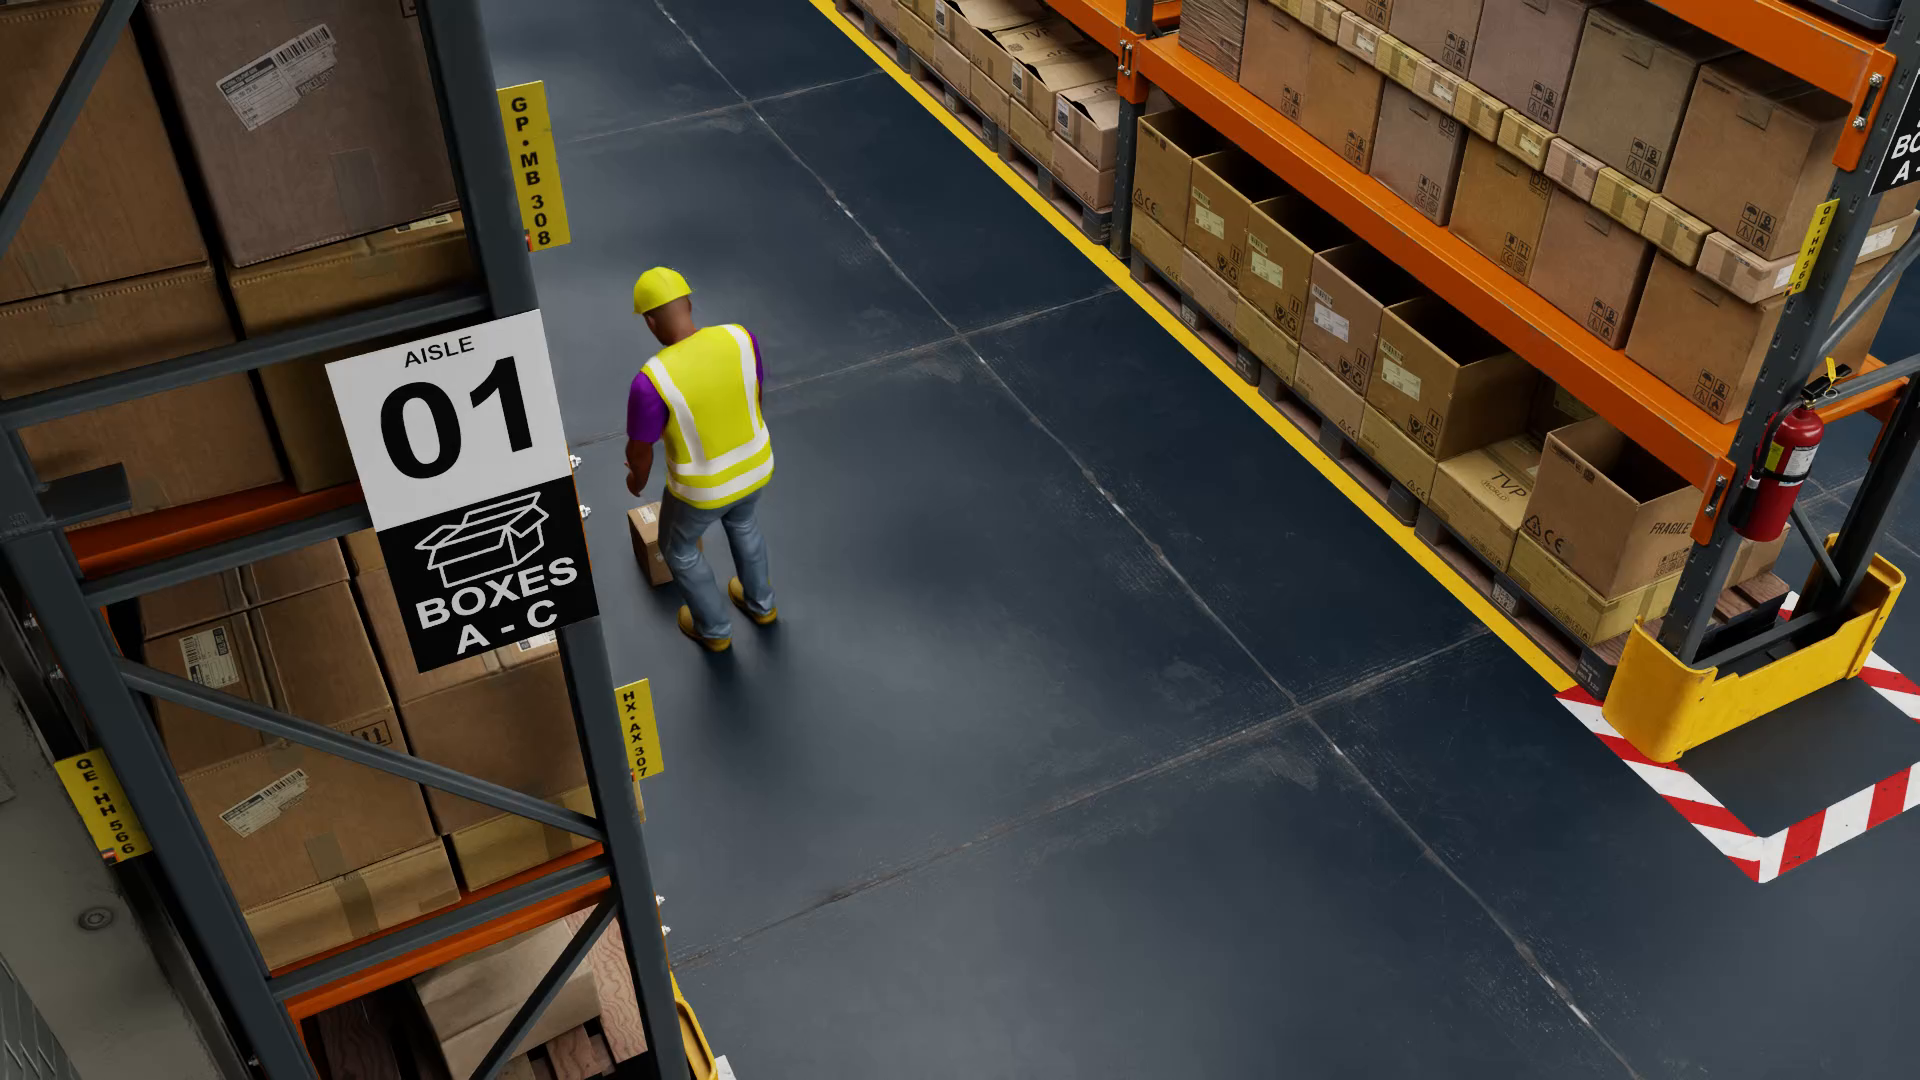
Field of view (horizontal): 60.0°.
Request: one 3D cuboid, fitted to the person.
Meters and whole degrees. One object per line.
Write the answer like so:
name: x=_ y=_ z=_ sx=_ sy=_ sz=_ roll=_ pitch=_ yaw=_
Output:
person: x=-1.017 y=-0.288 z=6.537 sx=0.602 sy=1.683 sz=0.511 roll=-28 pitch=48 yaw=-28
